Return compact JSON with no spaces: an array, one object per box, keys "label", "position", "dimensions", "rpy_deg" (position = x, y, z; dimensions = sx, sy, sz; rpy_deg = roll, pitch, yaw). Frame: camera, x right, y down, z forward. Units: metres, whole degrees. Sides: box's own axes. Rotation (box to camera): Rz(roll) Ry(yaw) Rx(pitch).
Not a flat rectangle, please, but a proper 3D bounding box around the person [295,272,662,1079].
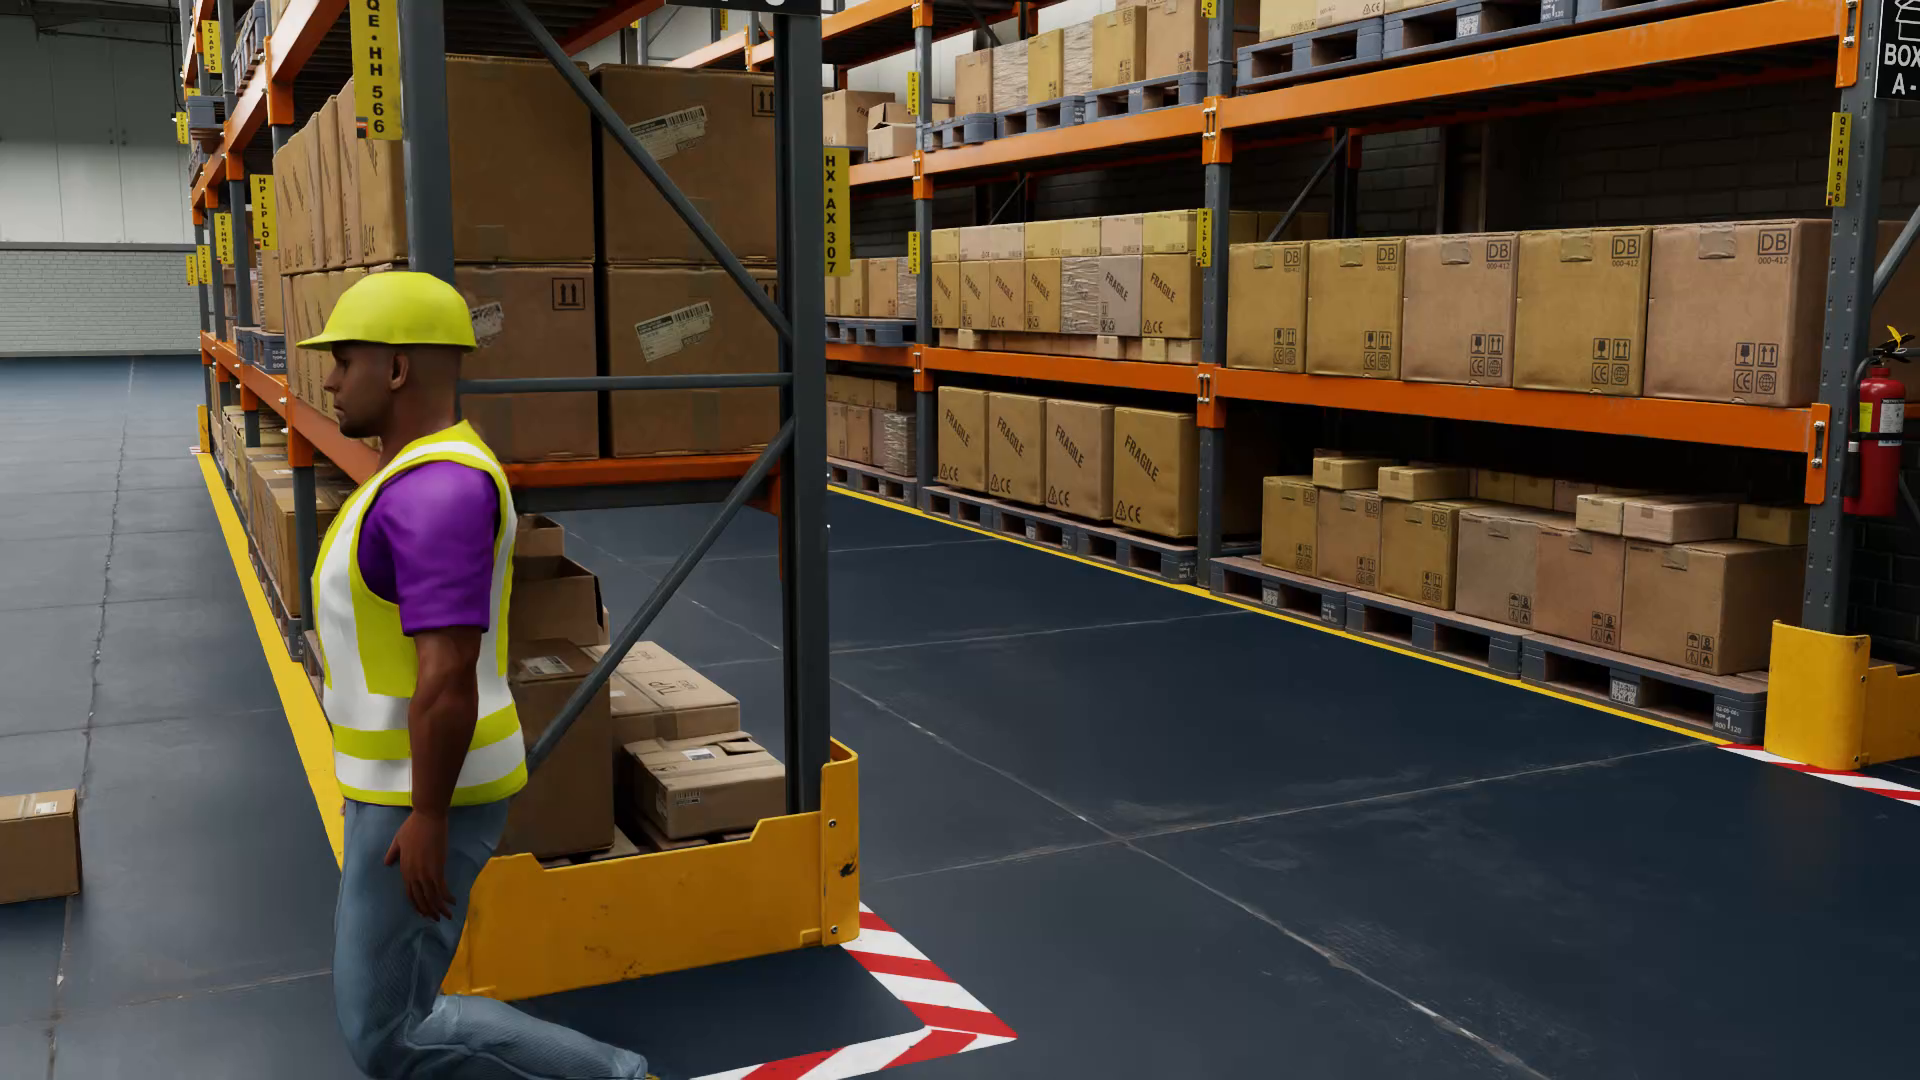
[{"label":"person","position":[-0.877,0.412,2.936],"dimensions":[0.659,1.750,0.634],"rpy_deg":[-3,9,-20]}]
